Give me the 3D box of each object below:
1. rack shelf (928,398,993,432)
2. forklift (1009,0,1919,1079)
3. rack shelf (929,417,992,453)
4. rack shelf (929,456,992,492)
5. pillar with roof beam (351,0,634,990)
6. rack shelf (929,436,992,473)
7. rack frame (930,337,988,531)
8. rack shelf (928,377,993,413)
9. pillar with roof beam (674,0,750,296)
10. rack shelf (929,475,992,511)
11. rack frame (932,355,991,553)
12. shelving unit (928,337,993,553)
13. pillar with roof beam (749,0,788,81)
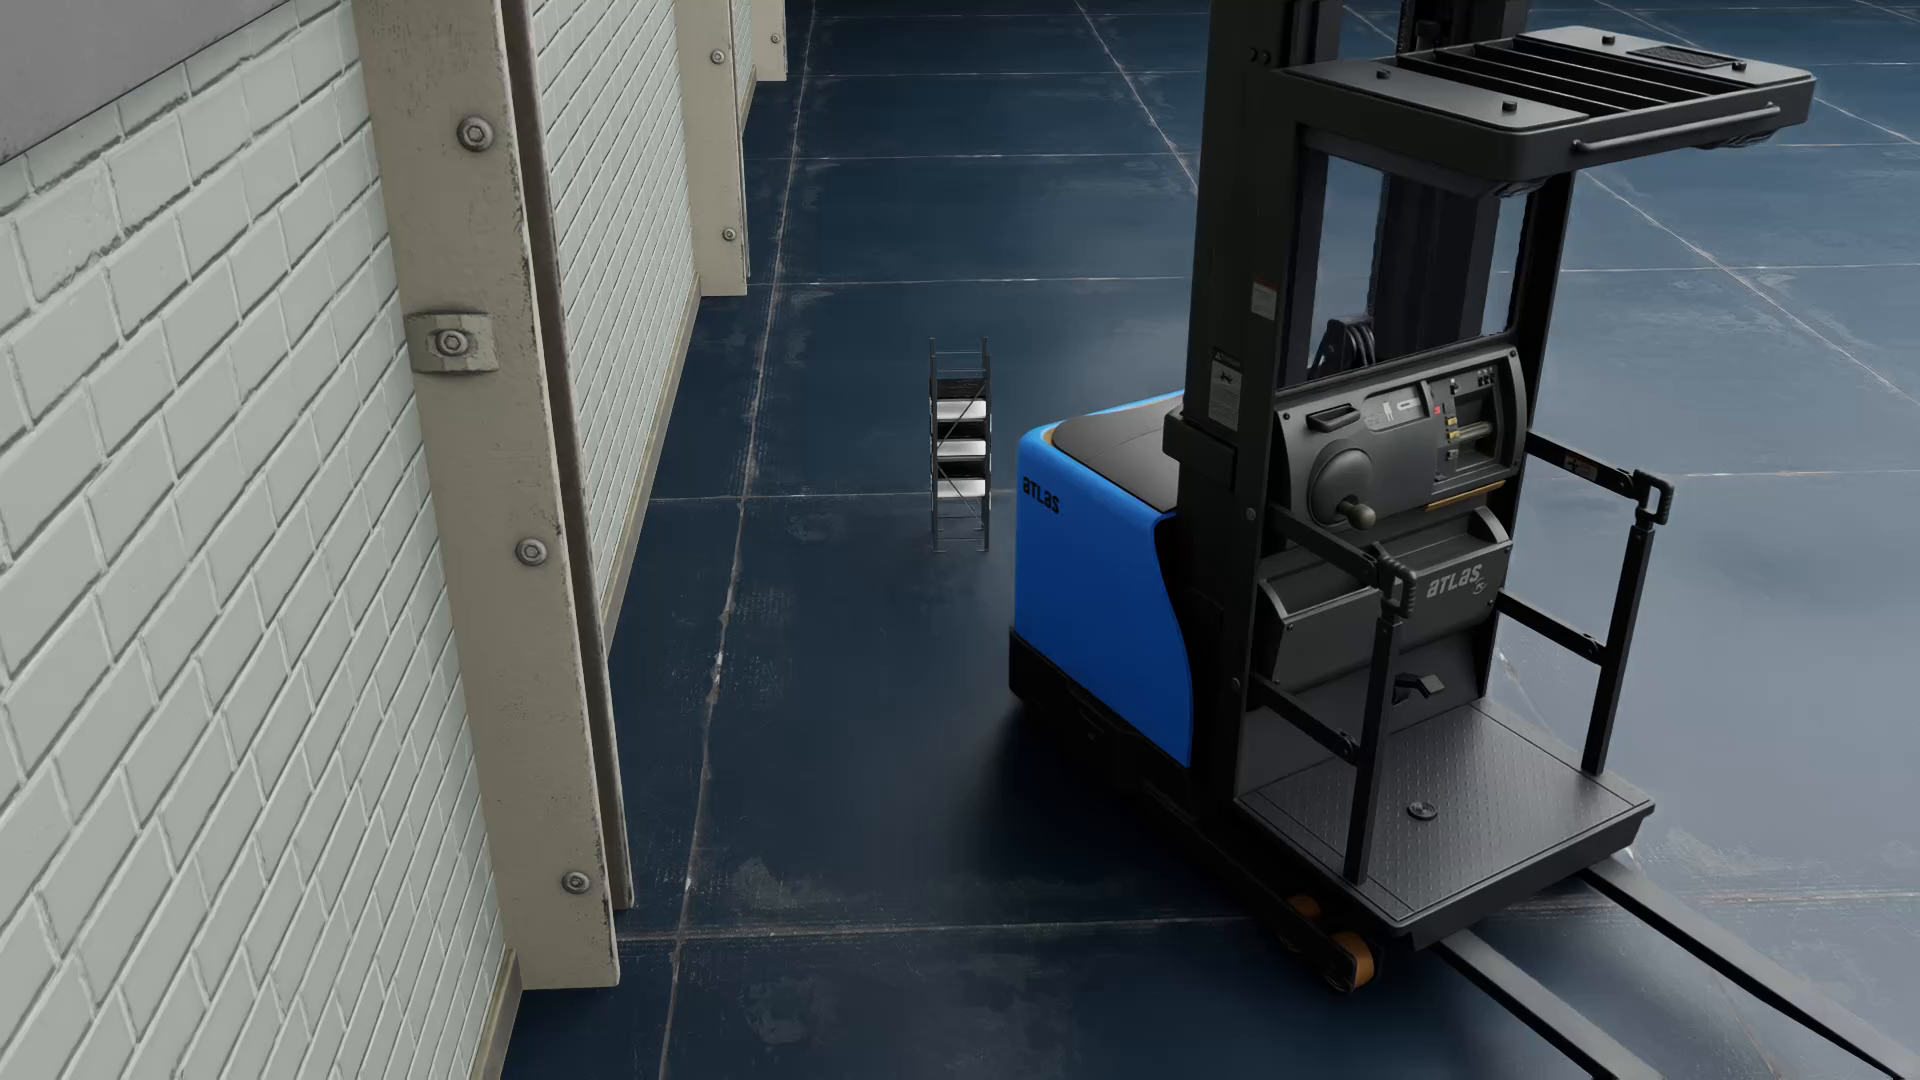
[{"bbox_3d":[0.000,-0.525,6.967,0.258,0.077,0.200,-1,28,-3],"label":"rack shelf"},{"bbox_3d":[1.382,-0.255,4.570,1.130,2.935,3.031,-16,32,-28],"label":"forklift"},{"bbox_3d":[0.000,-0.445,7.009,0.258,0.077,0.200,-1,28,-3],"label":"rack shelf"},{"bbox_3d":[0.000,-0.286,7.092,0.258,0.077,0.200,-1,28,-3],"label":"rack shelf"},{"bbox_3d":[3.149,-2.898,3.075,9.100,9.000,0.400,-1,28,-3],"label":"pillar with roof beam"},{"bbox_3d":[0.000,-0.366,7.050,0.258,0.077,0.200,-1,28,-3],"label":"rack shelf"},{"bbox_3d":[-0.005,-0.442,7.125,0.240,0.900,0.006,-1,28,-3],"label":"rack frame"},{"bbox_3d":[0.000,-0.605,6.925,0.258,0.077,0.200,-1,28,-3],"label":"rack shelf"},{"bbox_3d":[2.836,-5.669,8.388,9.100,9.000,0.400,-1,28,-3],"label":"pillar with roof beam"},{"bbox_3d":[0.000,-0.206,7.133,0.258,0.077,0.200,-1,28,-3],"label":"rack shelf"},{"bbox_3d":[0.006,-0.348,6.945,0.240,0.900,0.006,-1,28,-3],"label":"rack frame"},{"bbox_3d":[0.000,-0.395,7.035,0.258,0.900,0.210,-1,28,-3],"label":"shelving unit"},{"bbox_3d":[2.523,-8.439,13.700,9.100,9.000,0.400,-1,28,-3],"label":"pillar with roof beam"}]
